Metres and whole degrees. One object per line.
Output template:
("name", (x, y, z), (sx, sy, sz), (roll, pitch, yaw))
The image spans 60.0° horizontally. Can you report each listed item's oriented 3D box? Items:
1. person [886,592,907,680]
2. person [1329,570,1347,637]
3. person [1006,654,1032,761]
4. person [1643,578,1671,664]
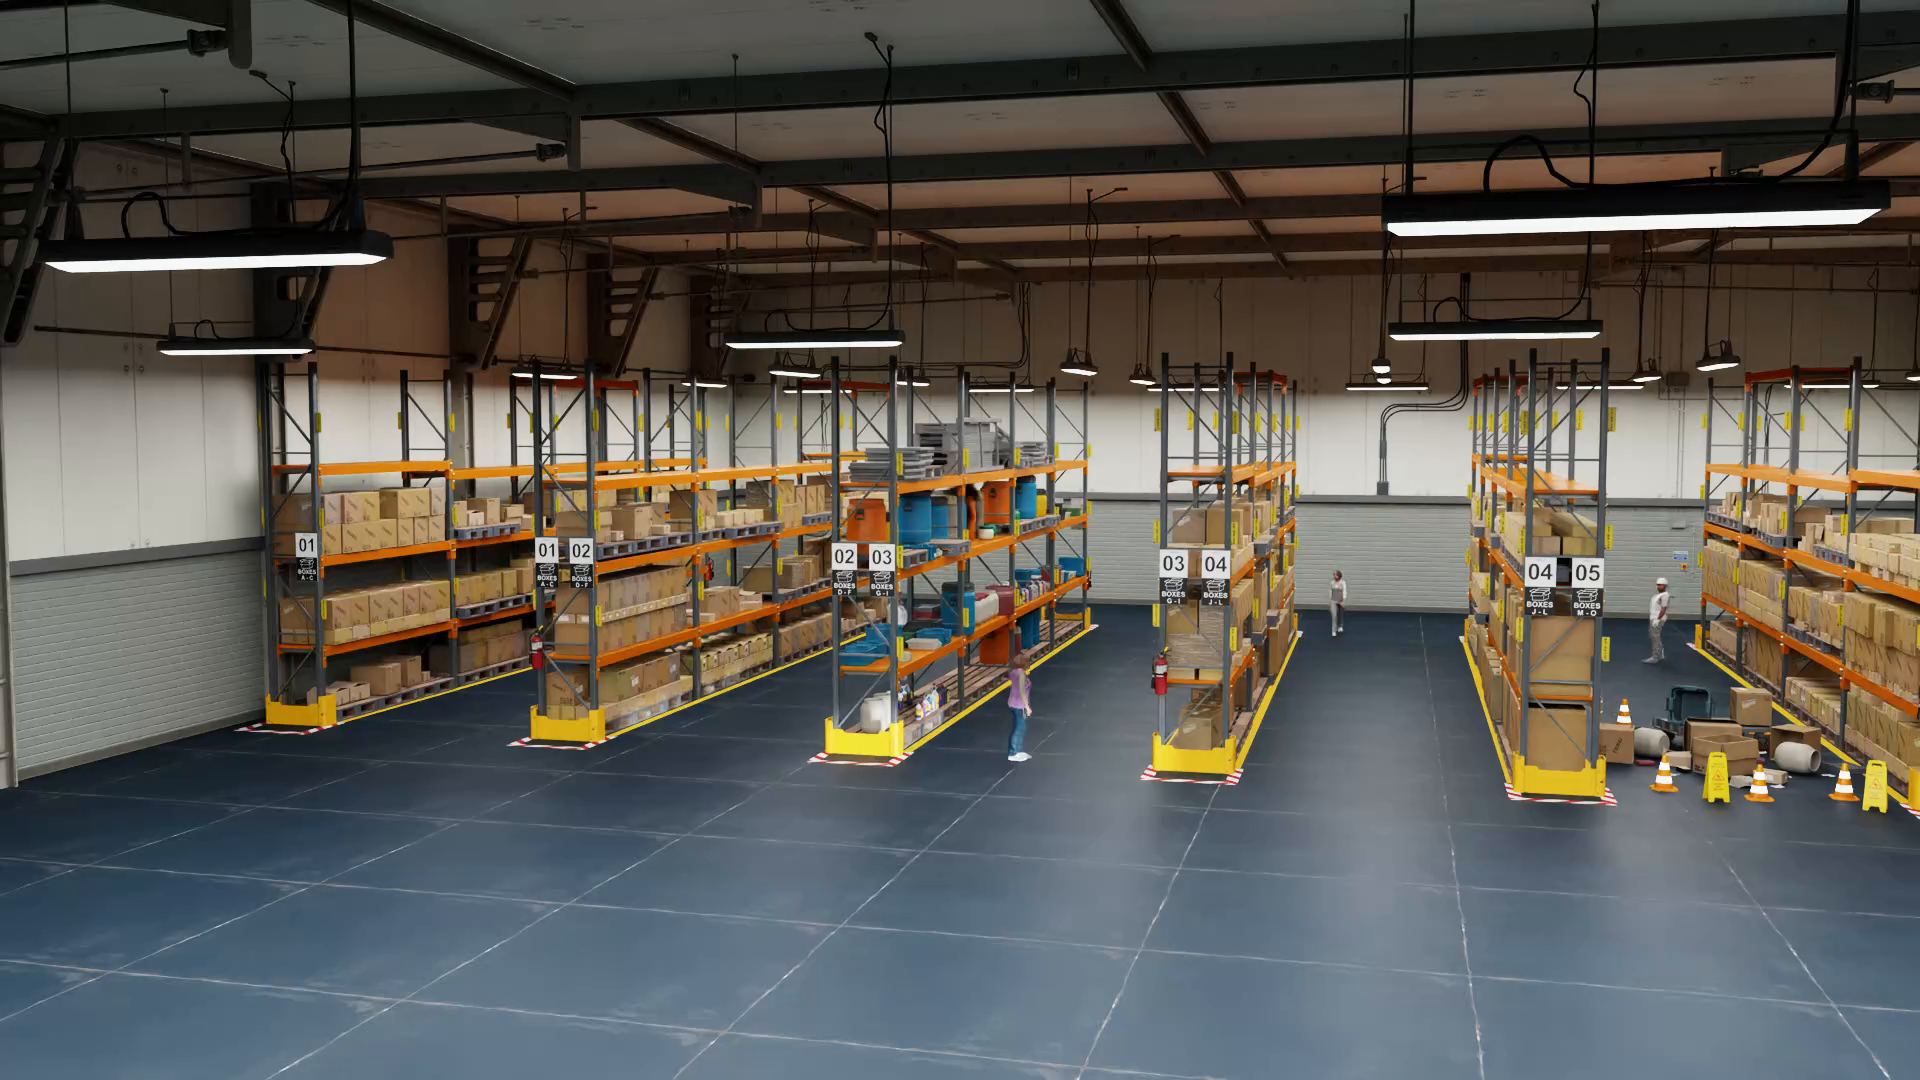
("person", (-1.172, 1.828, 32.451), (0.502, 1.759, 0.568), (1, 4, 16))
("person", (8.878, 1.476, 39.075), (0.394, 1.547, 0.939), (1, 4, 11))
("person", (0.905, 2.496, 24.619), (0.424, 1.619, 0.516), (-1, 4, -10))
("person", (14.491, 1.679, 34.555), (0.522, 1.793, 0.607), (2, 5, 28))
